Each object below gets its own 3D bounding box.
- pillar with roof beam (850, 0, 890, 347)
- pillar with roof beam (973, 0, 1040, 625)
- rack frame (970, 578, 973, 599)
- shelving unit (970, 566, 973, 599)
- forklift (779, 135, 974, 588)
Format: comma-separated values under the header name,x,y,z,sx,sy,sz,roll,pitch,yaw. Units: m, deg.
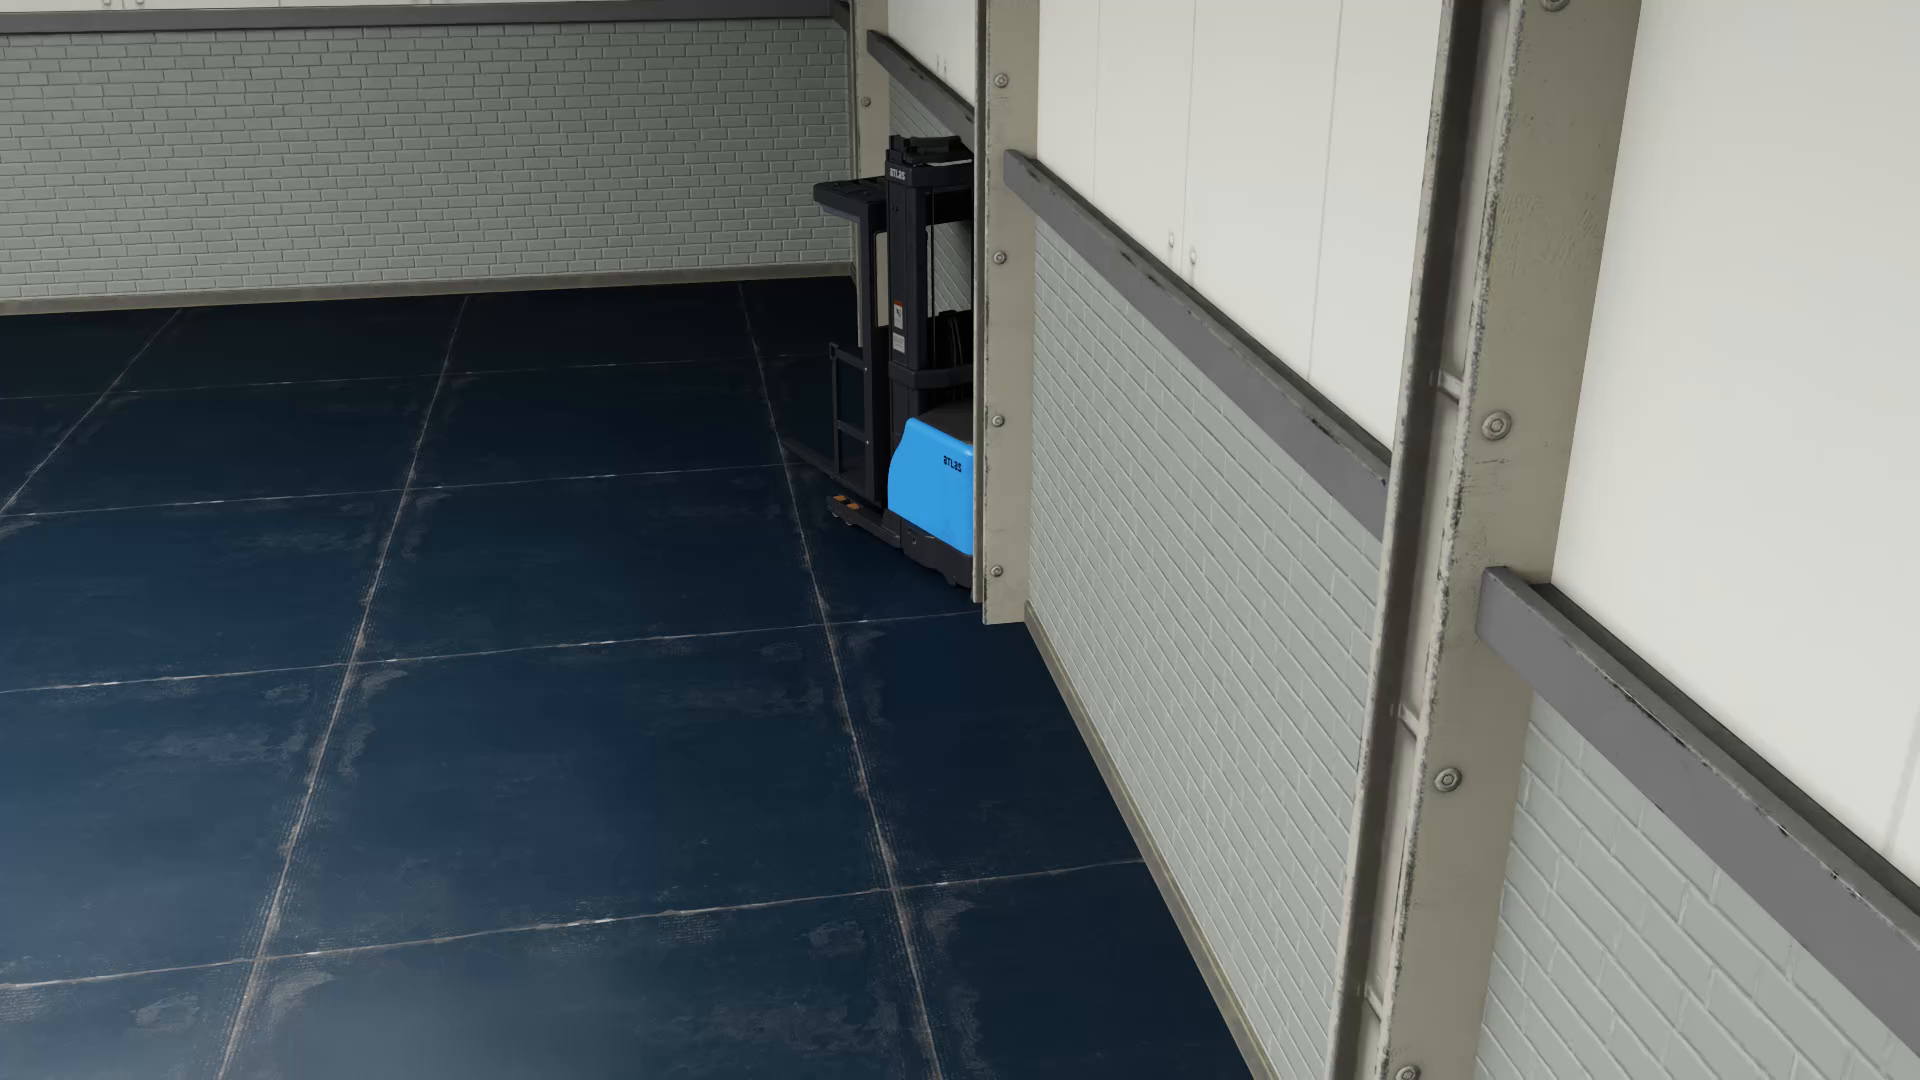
name,x,y,z,sx,sy,sz,roll,pitch,yaw
pillar with roof beam,-5.066,-5.696,14.049,9.100,9.000,0.400,-4,24,-10
pillar with roof beam,-3.956,-3.336,8.645,9.100,9.000,0.400,-4,24,-10
rack frame,0.229,0.006,11.192,0.240,0.900,0.006,1,24,-12
shelving unit,0.210,-0.035,11.283,0.258,0.900,0.210,1,24,-12
forklift,-0.353,-1.550,12.136,1.130,2.935,3.031,-15,28,-31
